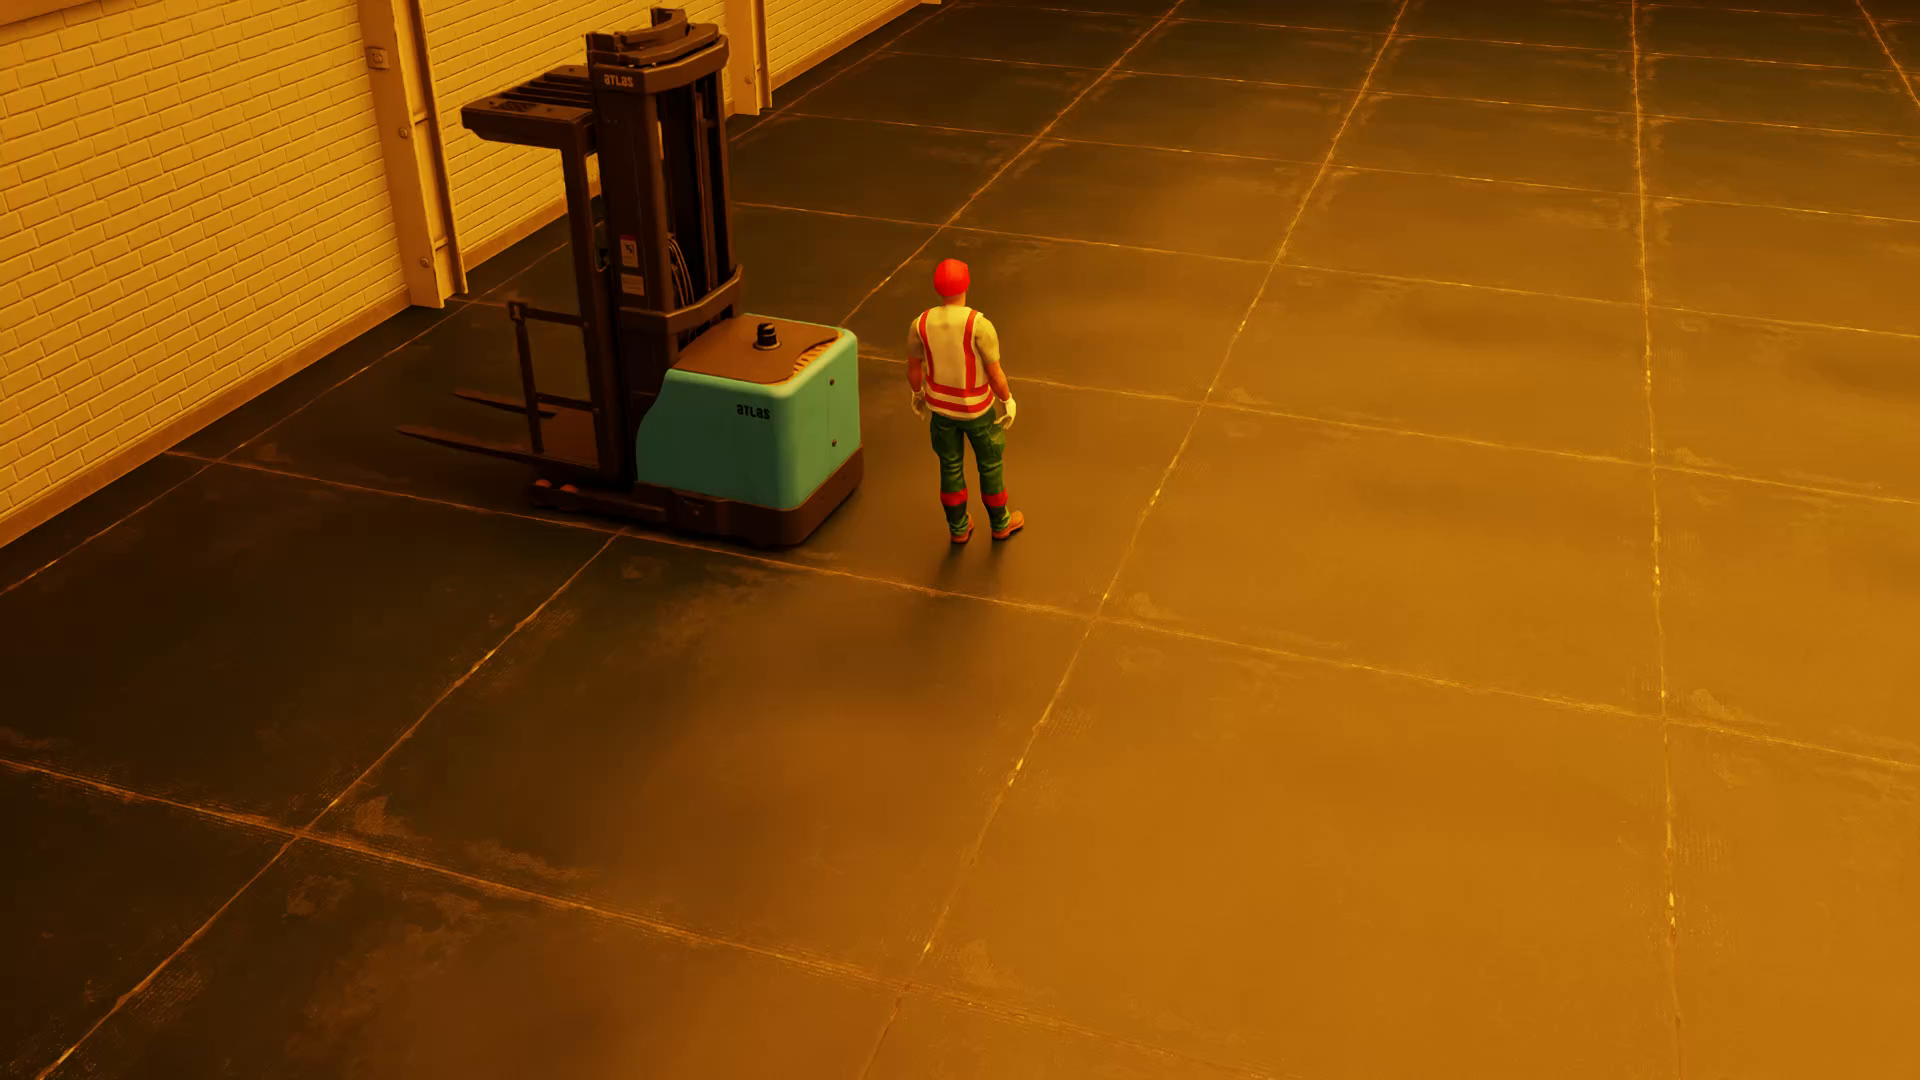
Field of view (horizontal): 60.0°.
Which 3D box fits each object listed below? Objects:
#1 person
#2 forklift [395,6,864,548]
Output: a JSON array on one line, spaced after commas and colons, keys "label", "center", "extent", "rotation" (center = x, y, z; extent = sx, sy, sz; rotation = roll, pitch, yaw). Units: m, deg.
[{"label": "person", "center": [0.038, -0.823, 9.722], "extent": [0.643, 1.789, 0.564], "rotation": [11, 31, 18]}, {"label": "forklift", "center": [-2.185, -1.681, 10.086], "extent": [3.031, 2.935, 1.130], "rotation": [11, 32, 19]}]
